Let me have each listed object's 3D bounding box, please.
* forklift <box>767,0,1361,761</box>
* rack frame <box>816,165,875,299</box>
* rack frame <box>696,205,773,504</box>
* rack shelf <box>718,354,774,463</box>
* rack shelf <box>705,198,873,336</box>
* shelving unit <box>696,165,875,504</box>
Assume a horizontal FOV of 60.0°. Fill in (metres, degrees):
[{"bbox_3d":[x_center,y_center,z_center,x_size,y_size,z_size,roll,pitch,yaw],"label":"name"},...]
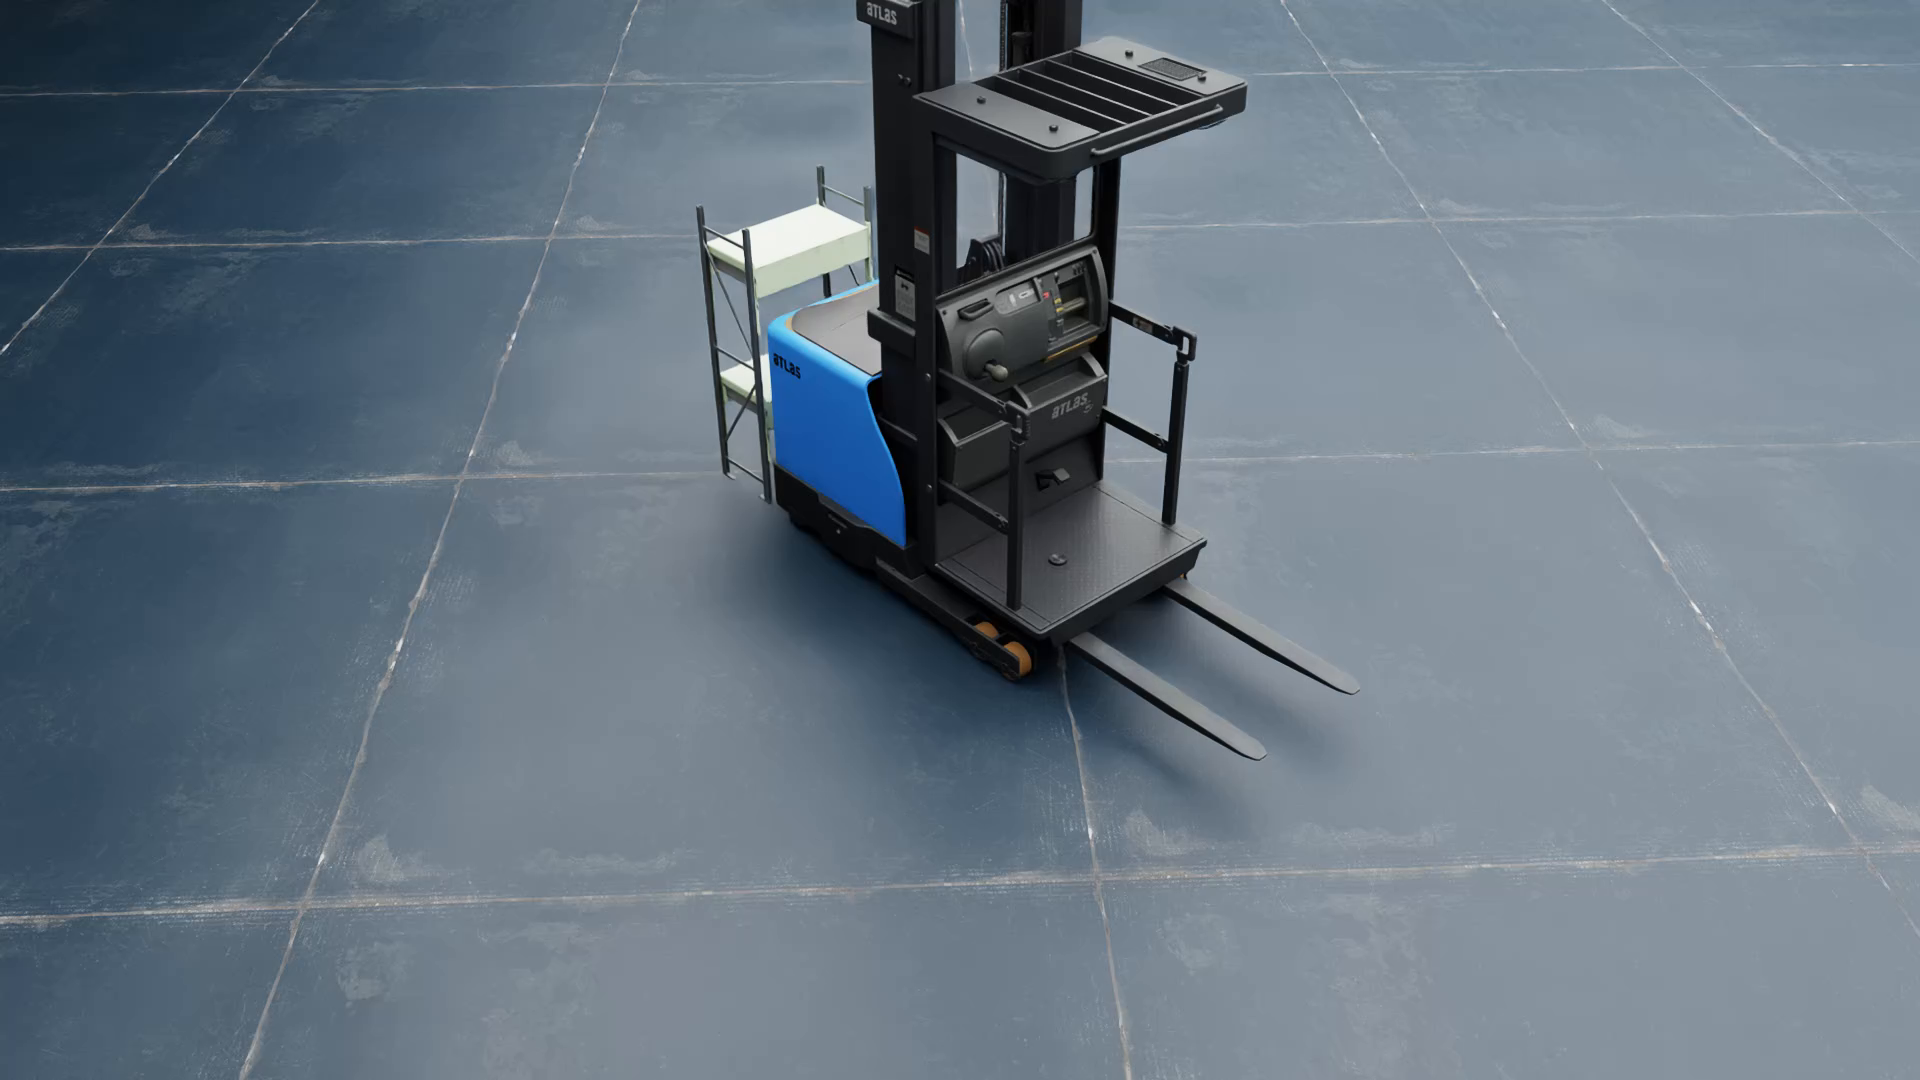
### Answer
[{"bbox_3d":[0.424,-0.916,6.999,1.130,2.935,3.031,-27,43,-33],"label":"forklift"},{"bbox_3d":[-0.571,-1.174,8.624,0.023,1.500,0.400,-28,43,-34],"label":"rack frame"},{"bbox_3d":[-1.109,-0.892,8.217,0.023,1.500,0.400,-28,43,-34],"label":"rack frame"},{"bbox_3d":[-0.838,-0.764,8.604,0.720,0.370,0.431,-28,43,-34],"label":"rack shelf"},{"bbox_3d":[-0.843,-1.356,8.201,0.720,0.370,0.431,-28,43,-34],"label":"rack shelf"},{"bbox_3d":[-0.840,-1.033,8.421,0.755,1.500,0.431,-28,43,-34],"label":"shelving unit"}]
